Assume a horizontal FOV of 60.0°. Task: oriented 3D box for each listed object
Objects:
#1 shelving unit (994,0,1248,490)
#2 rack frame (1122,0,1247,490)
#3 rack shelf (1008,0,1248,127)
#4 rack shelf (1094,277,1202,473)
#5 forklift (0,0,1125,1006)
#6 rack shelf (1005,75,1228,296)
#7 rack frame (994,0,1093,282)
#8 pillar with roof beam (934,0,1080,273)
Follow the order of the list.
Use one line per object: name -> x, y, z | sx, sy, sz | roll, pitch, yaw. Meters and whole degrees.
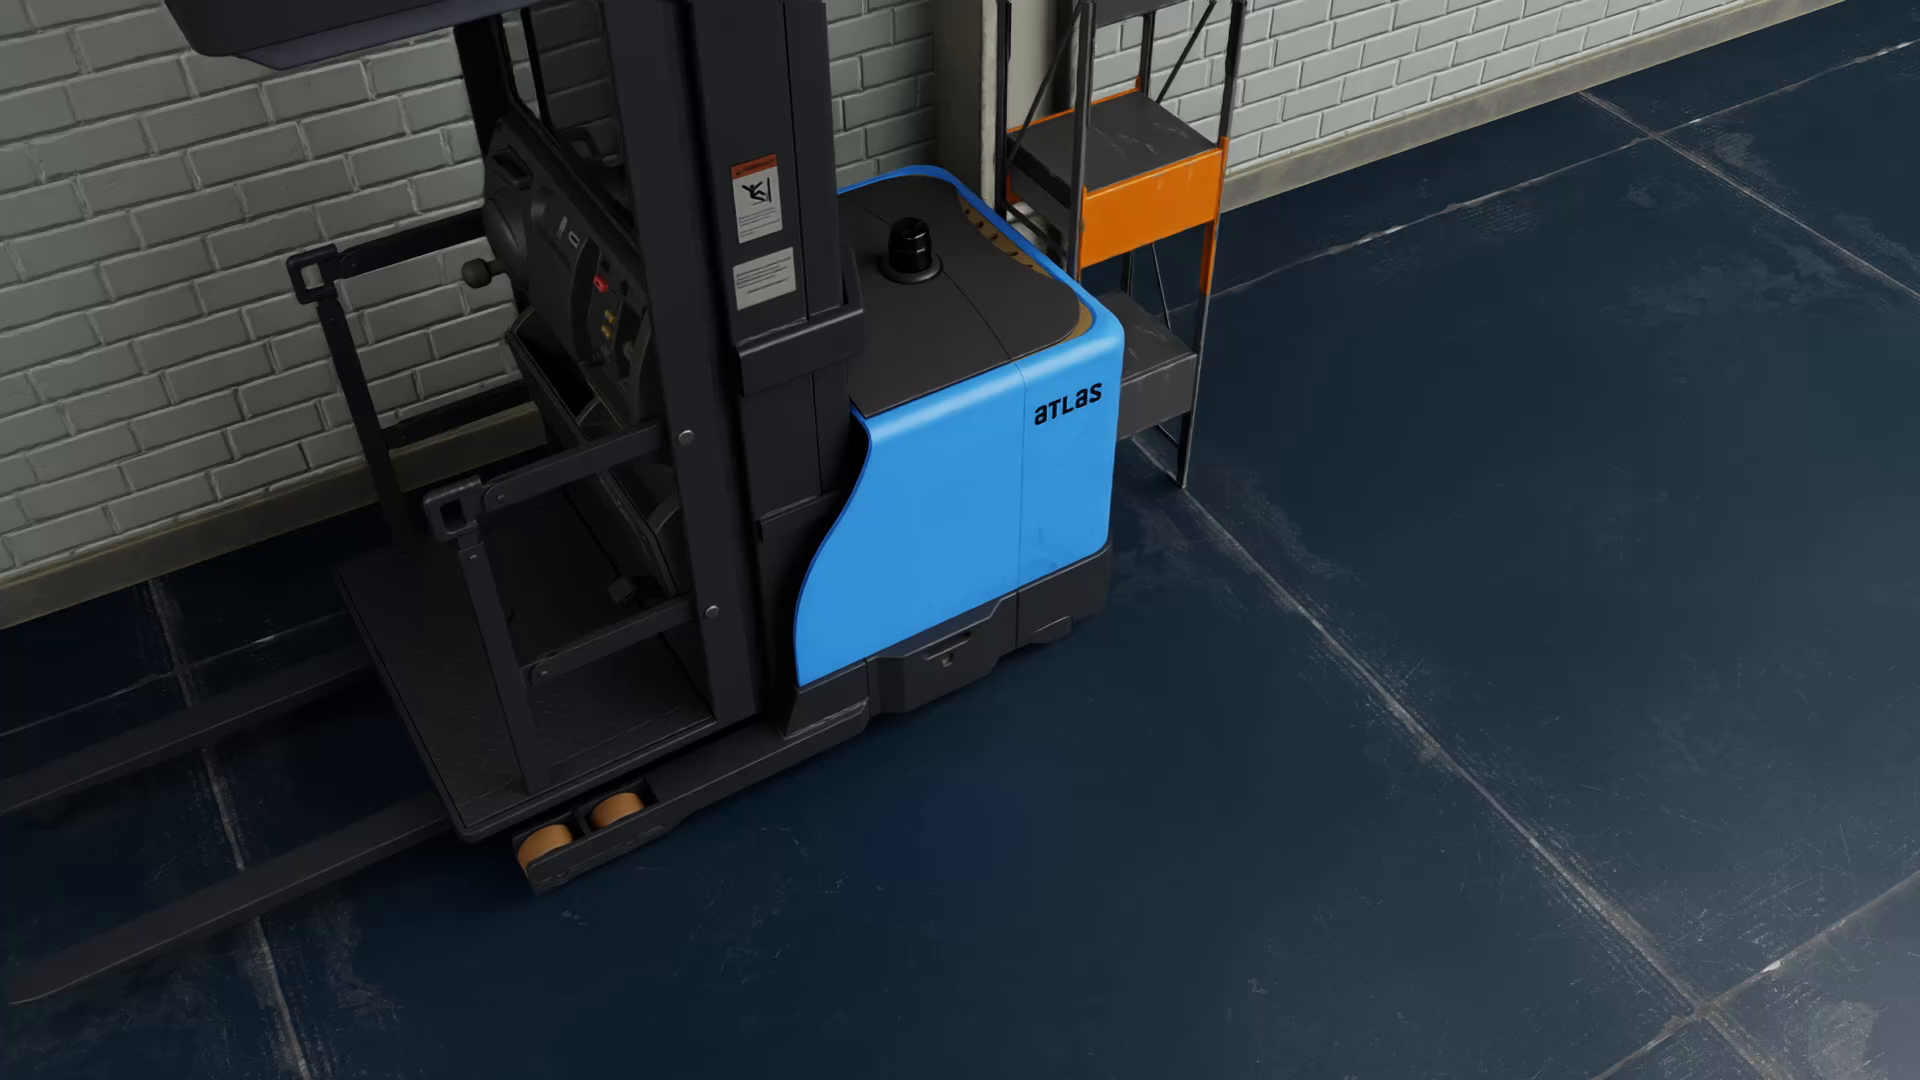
shelving unit -> 0.417, -0.948, 4.719 | 0.503, 2.100, 0.431 | -23, 49, -22
rack frame -> 0.624, -1.038, 4.812 | 0.015, 2.100, 0.400 | -23, 49, -22
rack shelf -> 0.417, -1.441, 4.241 | 0.480, 0.518, 0.431 | -23, 49, -22
rack shelf -> 0.417, -0.436, 5.216 | 0.480, 0.518, 0.431 | -23, 49, -22
forklift -> -1.079, -0.575, 3.737 | 3.031, 2.935, 1.130 | -23, 49, -22
rack shelf -> 0.417, -0.938, 4.729 | 0.480, 0.518, 0.431 | -23, 49, -22
rack frame -> 0.210, -0.858, 4.627 | 0.015, 2.100, 0.400 | -23, 49, -22
pillar with roof beam -> 2.306, -1.479, 0.312 | 0.400, 9.000, 9.100 | -22, 48, -21
